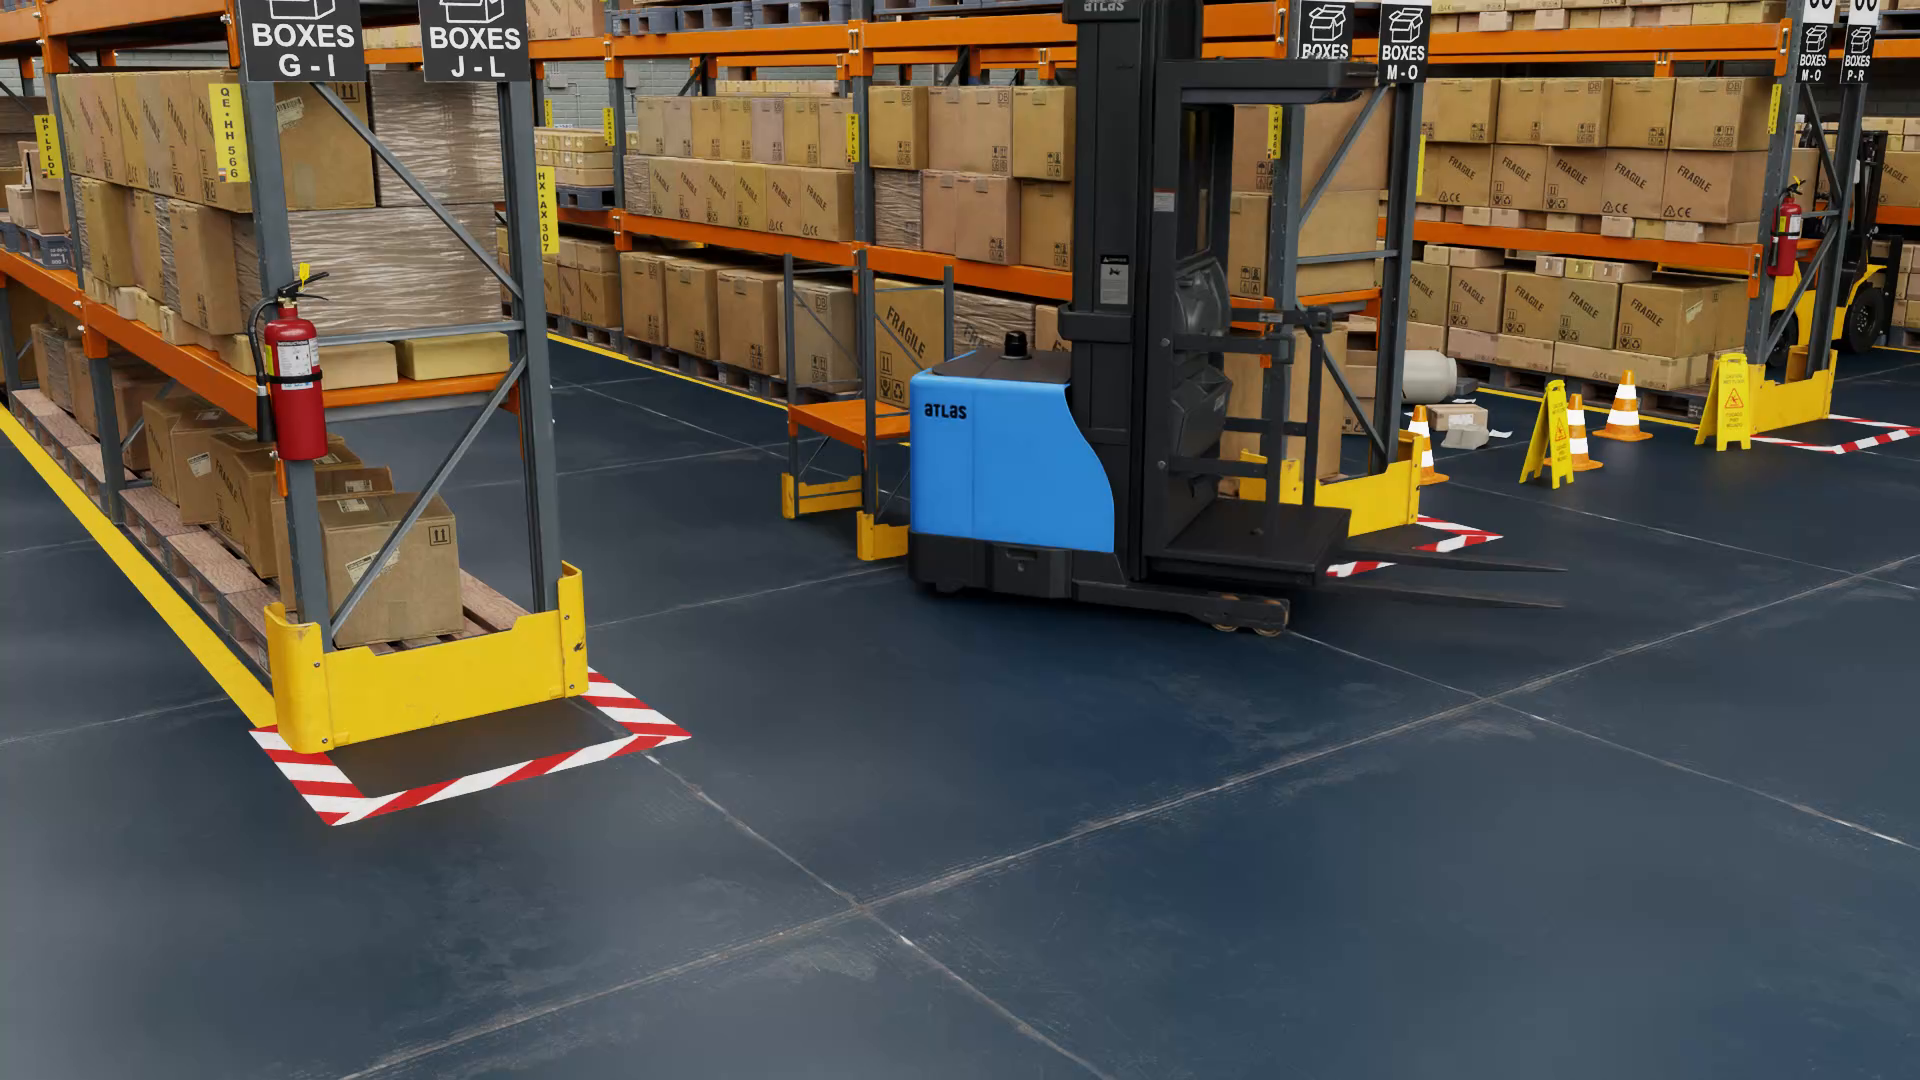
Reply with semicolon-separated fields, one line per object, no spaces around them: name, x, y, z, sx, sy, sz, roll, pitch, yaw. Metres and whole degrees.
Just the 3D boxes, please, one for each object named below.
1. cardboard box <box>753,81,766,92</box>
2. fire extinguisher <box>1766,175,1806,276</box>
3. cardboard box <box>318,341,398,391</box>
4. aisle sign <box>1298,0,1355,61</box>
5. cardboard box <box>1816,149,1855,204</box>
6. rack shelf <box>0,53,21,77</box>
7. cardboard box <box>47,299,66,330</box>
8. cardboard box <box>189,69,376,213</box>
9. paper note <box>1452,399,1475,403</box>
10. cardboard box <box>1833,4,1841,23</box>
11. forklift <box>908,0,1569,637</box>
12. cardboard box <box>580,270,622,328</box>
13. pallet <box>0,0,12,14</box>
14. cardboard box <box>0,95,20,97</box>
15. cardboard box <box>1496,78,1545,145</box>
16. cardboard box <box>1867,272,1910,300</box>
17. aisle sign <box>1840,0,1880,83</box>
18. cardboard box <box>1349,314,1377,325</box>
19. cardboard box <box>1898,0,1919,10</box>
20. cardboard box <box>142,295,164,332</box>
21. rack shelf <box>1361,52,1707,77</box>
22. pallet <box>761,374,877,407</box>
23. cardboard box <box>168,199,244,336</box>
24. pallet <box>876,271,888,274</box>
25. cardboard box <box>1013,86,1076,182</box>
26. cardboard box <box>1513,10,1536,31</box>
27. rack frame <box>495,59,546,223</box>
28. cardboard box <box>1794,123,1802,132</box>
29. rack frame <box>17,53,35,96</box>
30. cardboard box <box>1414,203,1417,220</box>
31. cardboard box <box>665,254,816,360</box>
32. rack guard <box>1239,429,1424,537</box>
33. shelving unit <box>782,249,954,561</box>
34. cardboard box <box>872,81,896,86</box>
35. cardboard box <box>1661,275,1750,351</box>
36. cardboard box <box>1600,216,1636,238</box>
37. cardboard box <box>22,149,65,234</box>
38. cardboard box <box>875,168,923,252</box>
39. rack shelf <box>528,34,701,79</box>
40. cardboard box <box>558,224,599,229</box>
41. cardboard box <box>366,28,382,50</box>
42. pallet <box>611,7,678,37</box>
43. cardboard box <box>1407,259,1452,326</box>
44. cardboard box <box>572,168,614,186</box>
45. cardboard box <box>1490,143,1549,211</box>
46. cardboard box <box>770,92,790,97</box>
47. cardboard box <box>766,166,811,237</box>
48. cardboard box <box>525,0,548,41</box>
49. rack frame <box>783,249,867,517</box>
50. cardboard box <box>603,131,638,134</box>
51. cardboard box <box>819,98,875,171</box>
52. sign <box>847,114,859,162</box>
cardboard box;-2.557;-6.098;22.363;0.380;0.149;0.250;-11;19;-36
fire extinguisher;5.683;-2.162;11.439;0.296;0.674;0.183;-11;19;-35
cardboard box;-2.362;-0.664;6.297;0.380;0.149;0.250;-11;19;-35
aisle sign;1.843;-2.697;8.324;0.394;0.787;0.004;-11;19;-35
cardboard box;8.596;-3.506;16.014;0.500;0.500;0.500;-11;19;-34
rack shelf;-10.259;-4.846;16.781;1.077;0.370;4.000;-11;19;-35
cardboard box;-6.313;-1.695;12.068;0.500;0.250;0.500;-10;18;-32
cardboard box;-2.551;-1.510;6.263;0.500;0.500;0.500;-11;19;-35
paper note;3.947;-1.095;13.018;0.148;0.019;0.142;10;18;33
cardboard box;6.056;-3.742;11.859;0.380;0.149;0.250;-11;19;-34
forklift;1.315;-1.136;7.674;3.031;2.935;1.130;6;16;21
cardboard box;-3.259;-2.310;15.774;0.500;0.500;0.500;-11;19;-35
pallet;-5.269;-3.336;10.258;1.213;0.211;1.003;-11;19;-35
cardboard box;-8.701;-3.716;14.882;0.797;0.503;0.637;-11;19;-36
cardboard box;4.656;-3.374;13.076;0.700;0.500;0.500;-11;19;-35
cardboard box;8.855;-2.455;15.829;0.500;0.250;0.500;-11;19;-36
aisle sign;6.275;-3.584;11.563;0.394;0.787;0.004;-11;19;-35
cardboard box;3.765;-1.858;14.594;0.500;0.250;0.500;-12;19;-37
cardboard box;9.022;-5.103;15.182;0.700;0.500;0.500;-11;19;-34
cardboard box;-3.604;-1.079;7.812;0.380;0.149;0.250;-11;19;-35
rack shelf;6.473;-5.447;18.977;1.077;0.370;4.000;-11;19;-35
pallet;-0.823;-1.167;12.941;1.003;0.211;1.213;-11;19;-35
cardboard box;-2.720;-1.158;6.873;0.875;0.500;0.500;-11;19;-35
pallet;-0.553;-3.359;20.950;1.003;0.211;1.213;-11;19;-35
cardboard box;0.823;-2.520;10.273;0.875;0.550;0.500;-11;19;-35
cardboard box;4.529;-4.040;12.949;0.380;0.149;0.250;-11;19;-34
rack frame;-5.012;-4.067;18.255;1.000;3.000;0.127;-11;19;-35
cardboard box;8.223;-4.094;16.370;0.380;0.149;0.250;-11;19;-35
rack frame;-9.083;-3.319;15.521;1.000;3.000;0.127;-11;19;-35
cardboard box;3.933;-2.813;14.148;0.380;0.149;0.250;-11;19;-35
cardboard box;-1.858;-2.001;14.170;1.050;0.750;0.750;-11;19;-34
rack guard;2.058;-0.294;9.204;1.175;0.500;0.348;-11;19;-35
shelving unit;-0.509;-0.775;9.066;0.587;1.500;1.083;-8;17;-28
cardboard box;-1.043;-5.808;21.304;0.380;0.149;0.250;-11;19;-35
cardboard box;5.723;-1.753;12.792;0.500;0.500;0.500;-12;19;-36
cardboard box;5.047;-2.366;12.513;0.380;0.149;0.250;-10;18;-34
cardboard box;-5.474;-2.219;10.511;0.797;0.503;0.637;-9;18;-29
cardboard box;-0.082;-2.355;11.713;0.875;0.550;0.550;-11;19;-35
rack shelf;-3.836;-4.740;16.394;1.077;0.370;4.000;-11;19;-35
cardboard box;-4.078;-3.194;17.584;0.500;0.250;0.500;-10;18;-32
cardboard box;-6.687;-5.939;19.697;0.500;0.250;0.500;-12;19;-36
pallet;-2.239;-4.440;14.291;1.213;0.211;1.003;-10;18;-32
cardboard box;4.089;-2.107;14.084;0.500;0.500;0.500;-10;18;-32
cardboard box;-3.322;-3.329;15.236;0.380;0.149;0.250;-10;18;-34
cardboard box;4.581;-2.886;13.186;0.500;0.500;0.500;-11;19;-34
cardboard box;-2.167;-5.663;22.000;0.500;0.500;0.500;-11;19;-34
cardboard box;-1.128;-2.585;12.650;0.500;0.500;0.500;-11;19;-35
cardboard box;-3.797;-5.003;15.802;0.500;0.500;0.500;-11;19;-35
rack frame;-0.751;-0.890;9.488;0.500;1.500;0.032;-8;17;-28
cardboard box;-3.231;-3.877;16.113;0.380;0.149;0.250;-12;19;-37
cardboard box;-0.605;-2.995;12.253;0.700;0.500;0.500;-11;19;-35
sign;-0.741;-2.793;11.556;0.100;0.325;0.005;-11;19;-35
